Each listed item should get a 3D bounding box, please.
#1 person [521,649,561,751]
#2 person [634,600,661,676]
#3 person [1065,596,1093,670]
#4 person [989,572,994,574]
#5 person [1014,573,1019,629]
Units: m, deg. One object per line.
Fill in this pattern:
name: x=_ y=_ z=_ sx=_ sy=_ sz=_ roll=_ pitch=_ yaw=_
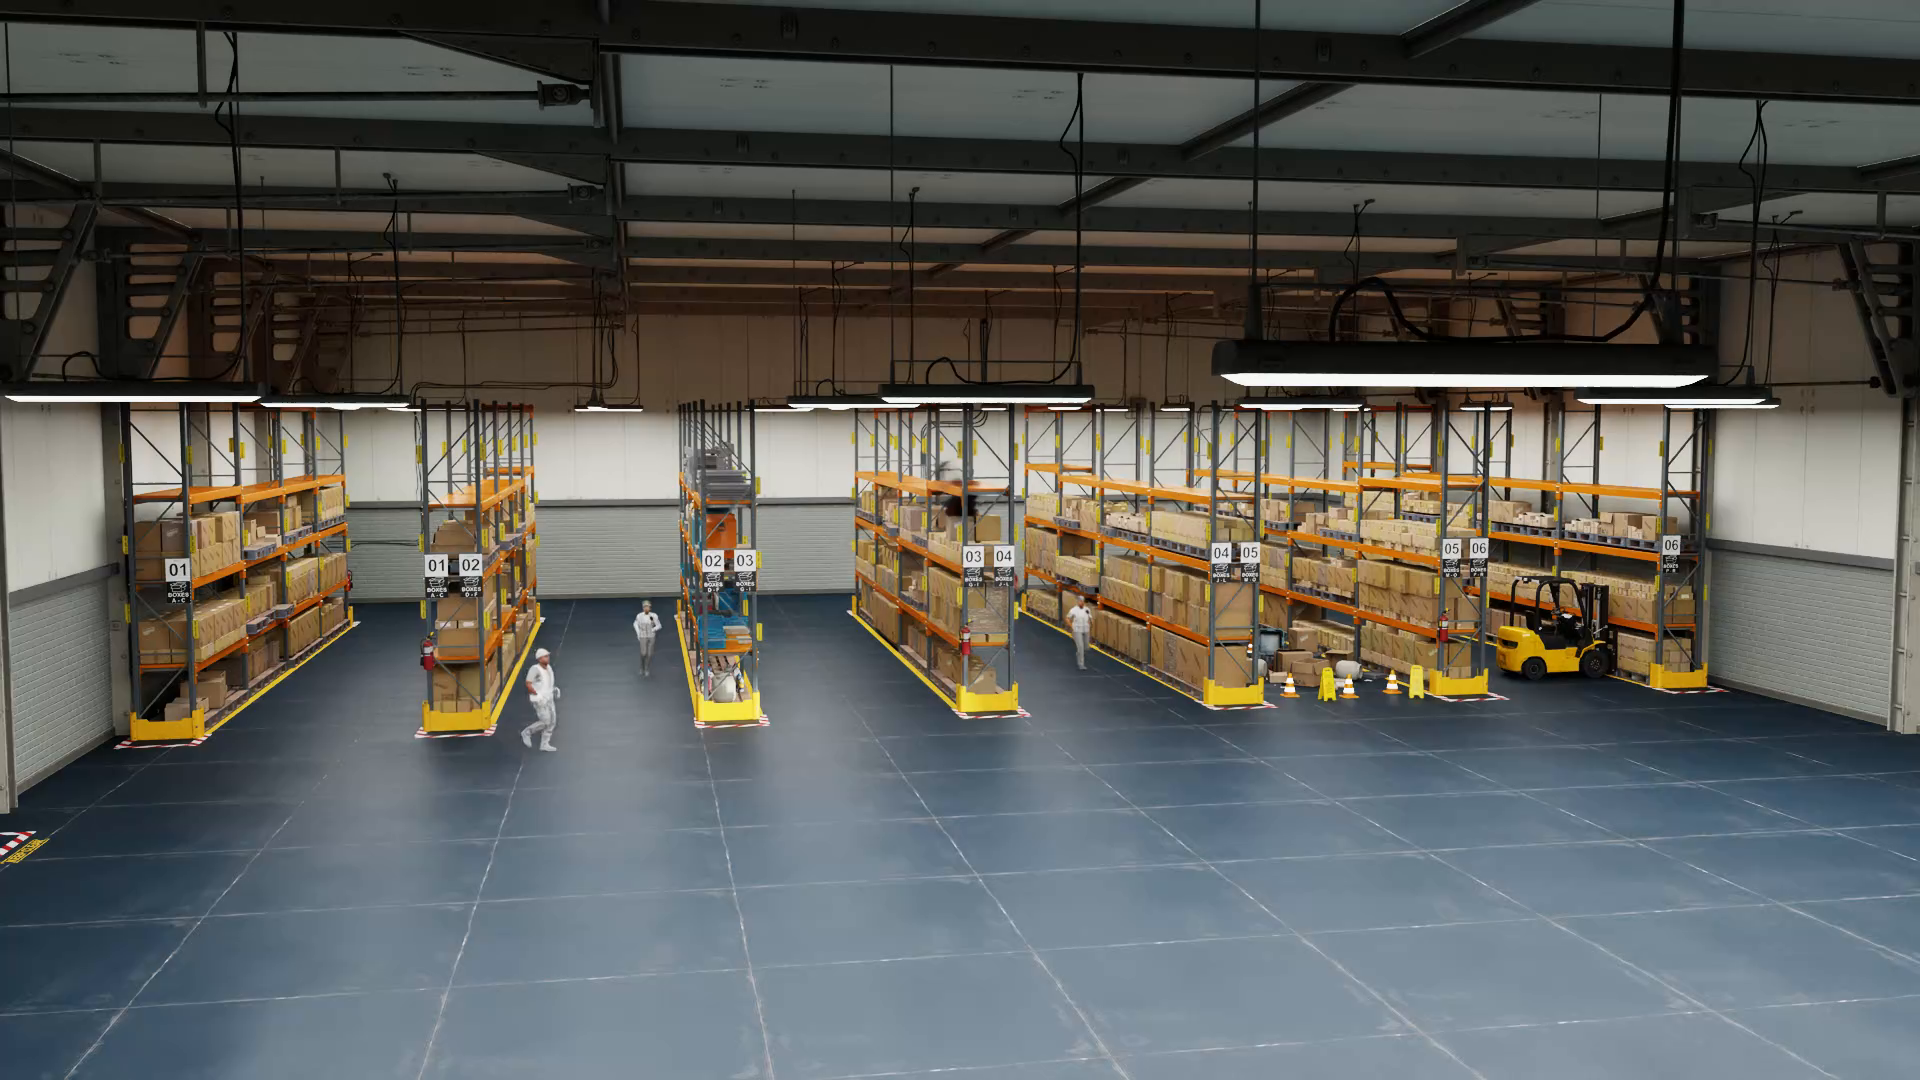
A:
person: x=-7.155 y=2.717 z=28.324 sx=0.604 sy=1.753 sz=0.703 roll=1 pitch=4 yaw=14
person: x=-6.814 y=2.145 z=36.283 sx=0.591 sy=1.666 sz=0.601 roll=-1 pitch=4 yaw=-10
person: x=2.715 y=2.075 z=37.516 sx=0.620 sy=1.634 sz=0.804 roll=-1 pitch=5 yaw=-19
person: x=0.727 y=1.266 z=47.716 sx=0.716 sy=1.736 sz=0.746 roll=2 pitch=5 yaw=19
person: x=1.308 y=1.495 z=44.598 sx=0.665 sy=1.700 sz=0.945 roll=-1 pitch=4 yaw=-13
